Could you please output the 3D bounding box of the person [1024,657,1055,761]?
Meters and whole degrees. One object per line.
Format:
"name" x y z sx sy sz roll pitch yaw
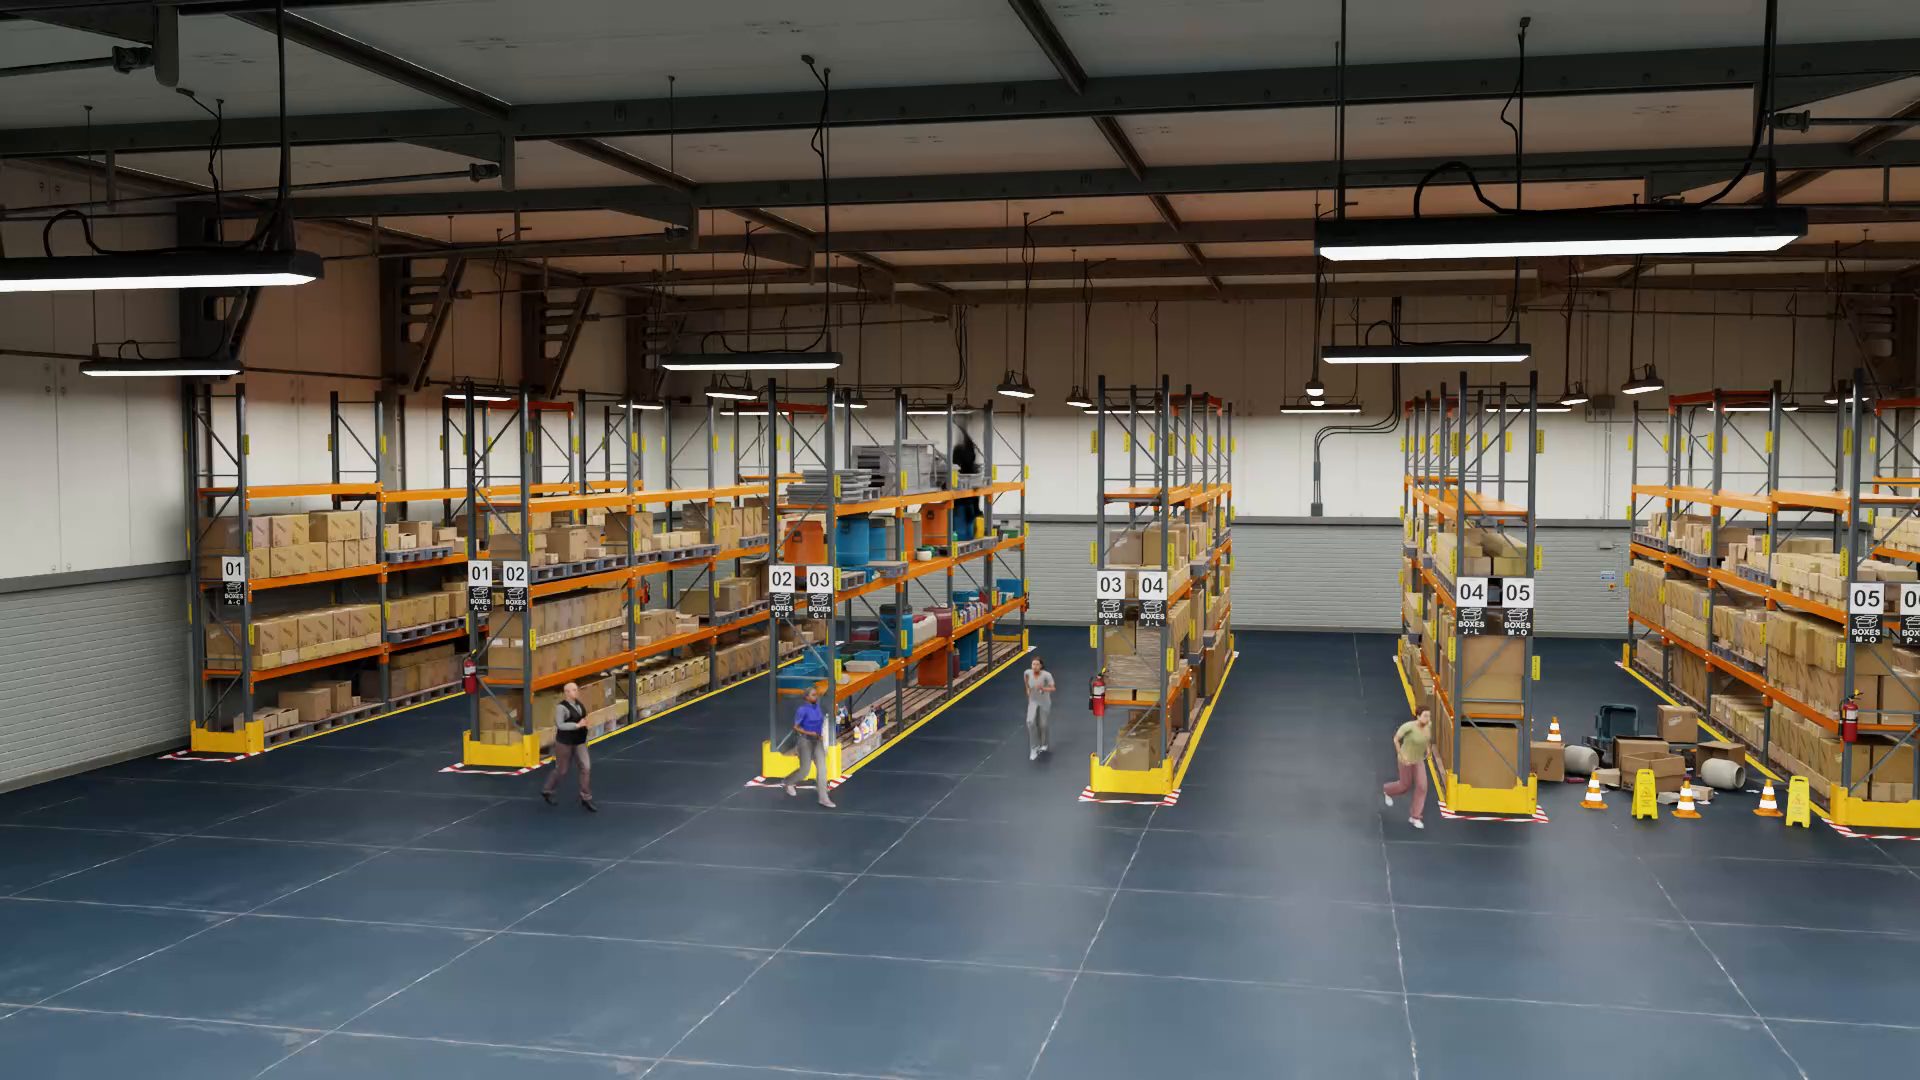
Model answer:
"person" 1.284 2.661 26.644 0.561 1.652 0.913 1 3 13

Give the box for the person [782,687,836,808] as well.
"person" -2.095 2.856 23.105 0.926 1.652 0.581 3 4 39

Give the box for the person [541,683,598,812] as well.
"person" -5.351 2.818 22.766 0.907 1.753 0.635 2 4 31

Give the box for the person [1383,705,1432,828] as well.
"person" 5.954 2.954 22.141 0.589 1.618 0.919 -2 4 -26
